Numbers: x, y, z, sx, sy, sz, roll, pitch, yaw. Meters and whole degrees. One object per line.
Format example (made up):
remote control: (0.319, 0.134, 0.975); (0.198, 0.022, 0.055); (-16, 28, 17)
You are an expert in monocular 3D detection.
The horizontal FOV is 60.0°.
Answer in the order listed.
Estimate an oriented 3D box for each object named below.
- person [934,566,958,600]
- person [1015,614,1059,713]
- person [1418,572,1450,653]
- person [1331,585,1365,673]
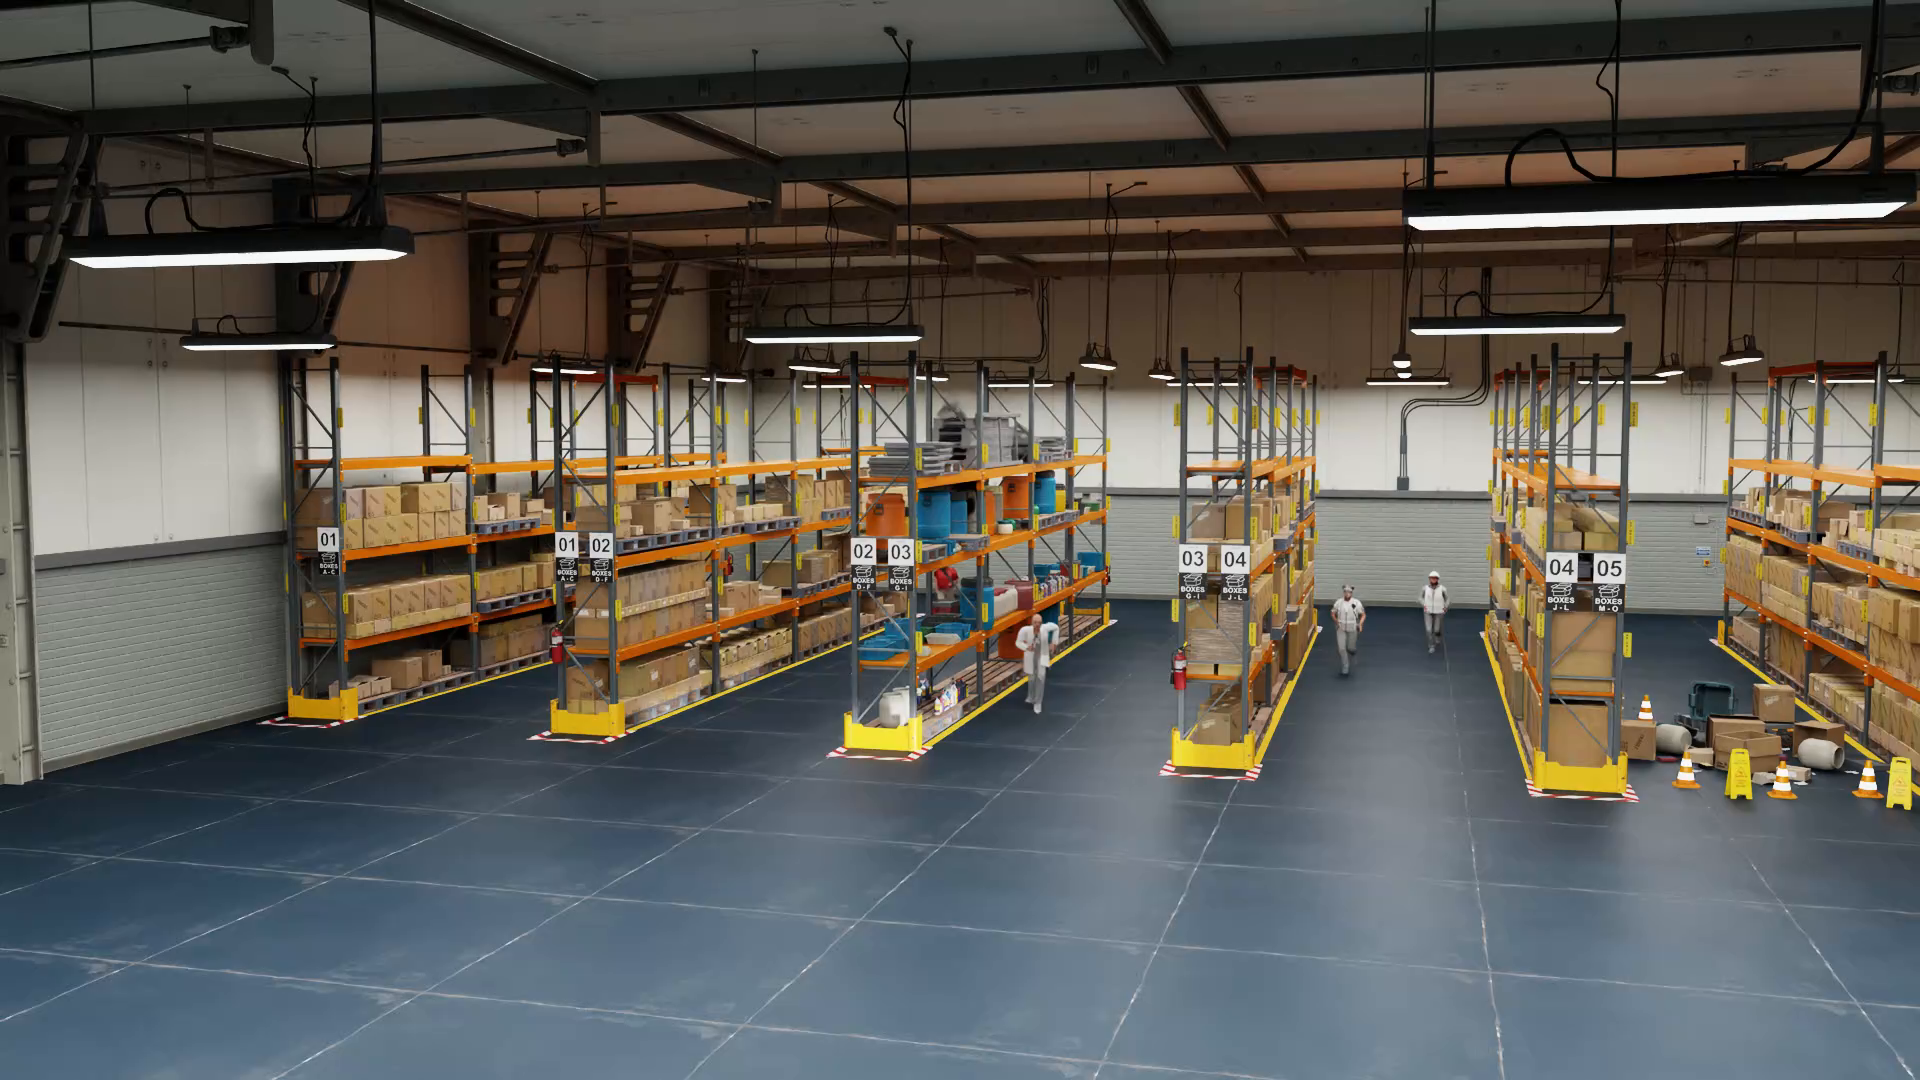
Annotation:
person: (-0.332, 1.291, 39.237); (0.594, 1.785, 0.872); (0, 4, 1)
person: (1.317, 2.094, 28.583); (0.753, 1.730, 1.073); (0, 4, -1)
person: (10.134, 1.538, 35.574); (0.661, 1.731, 0.585); (2, 5, 21)
person: (7.628, 1.740, 32.758); (0.665, 1.746, 0.603); (2, 4, 20)
